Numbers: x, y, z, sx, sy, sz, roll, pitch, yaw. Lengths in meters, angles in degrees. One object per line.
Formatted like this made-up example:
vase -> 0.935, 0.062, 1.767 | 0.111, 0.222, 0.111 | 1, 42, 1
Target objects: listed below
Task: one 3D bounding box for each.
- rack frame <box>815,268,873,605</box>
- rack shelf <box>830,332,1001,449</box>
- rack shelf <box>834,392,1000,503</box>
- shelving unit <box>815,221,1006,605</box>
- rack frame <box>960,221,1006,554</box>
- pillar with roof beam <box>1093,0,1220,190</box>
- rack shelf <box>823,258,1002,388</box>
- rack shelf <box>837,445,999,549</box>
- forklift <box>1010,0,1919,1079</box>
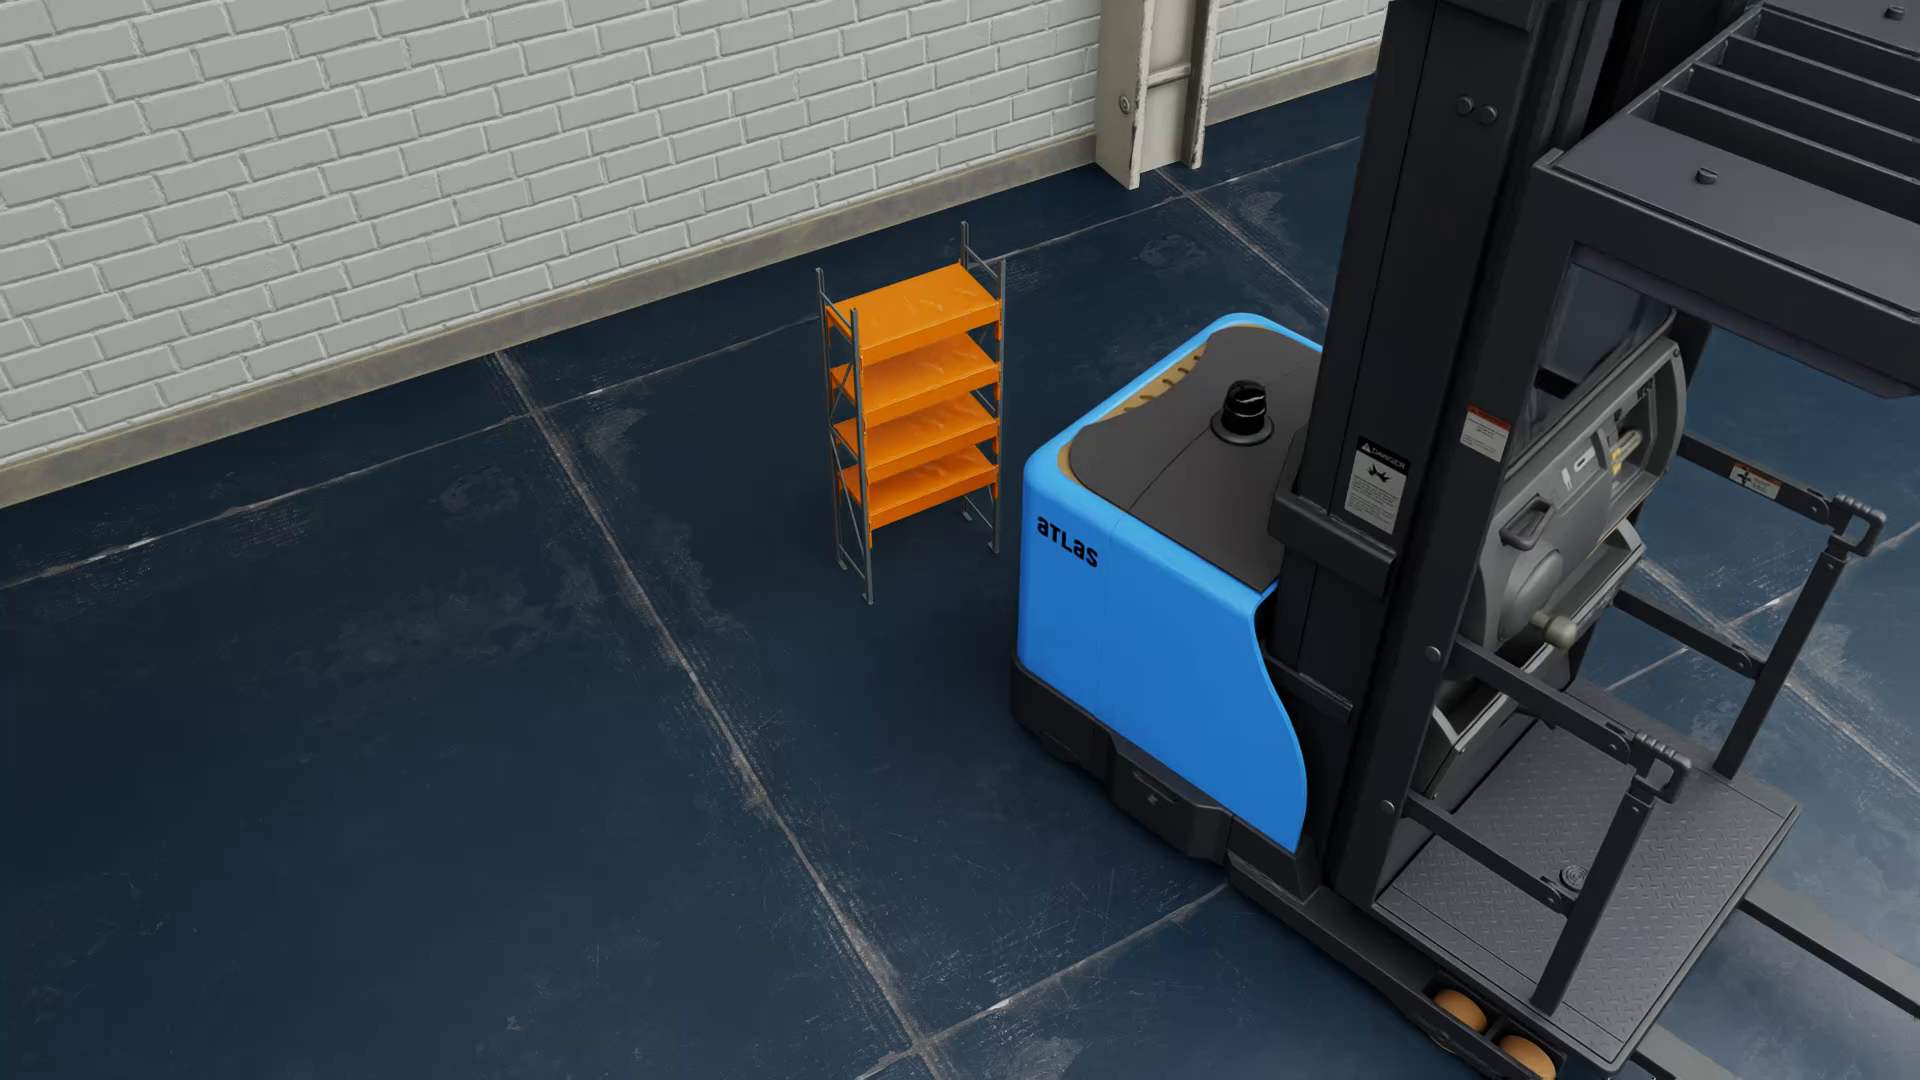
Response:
rack frame -> -0.355, -0.288, 5.186 | 0.015, 1.200, 0.240 | -22, 48, -21
rack shelf -> -0.144, -0.485, 5.164 | 0.480, 0.148, 0.258 | -22, 48, -21
rack shelf -> -0.144, -0.325, 5.320 | 0.480, 0.148, 0.258 | -22, 48, -21
shelving unit -> -0.144, -0.373, 5.273 | 0.503, 1.200, 0.258 | -22, 48, -21
rack frame -> 0.068, -0.458, 5.360 | 0.015, 1.200, 0.240 | -22, 48, -21
pillar with roof beam -> 2.986, -2.337, 1.697 | 0.400, 9.000, 9.100 | -22, 48, -21
rack shelf -> -0.144, -0.655, 4.999 | 0.480, 0.148, 0.258 | -22, 48, -21
rack shelf -> -0.144, -0.182, 5.458 | 0.480, 0.148, 0.258 | -22, 48, -21
forklift -> 1.571, -0.032, 3.679 | 3.031, 2.935, 1.130 | 33, 53, 30
